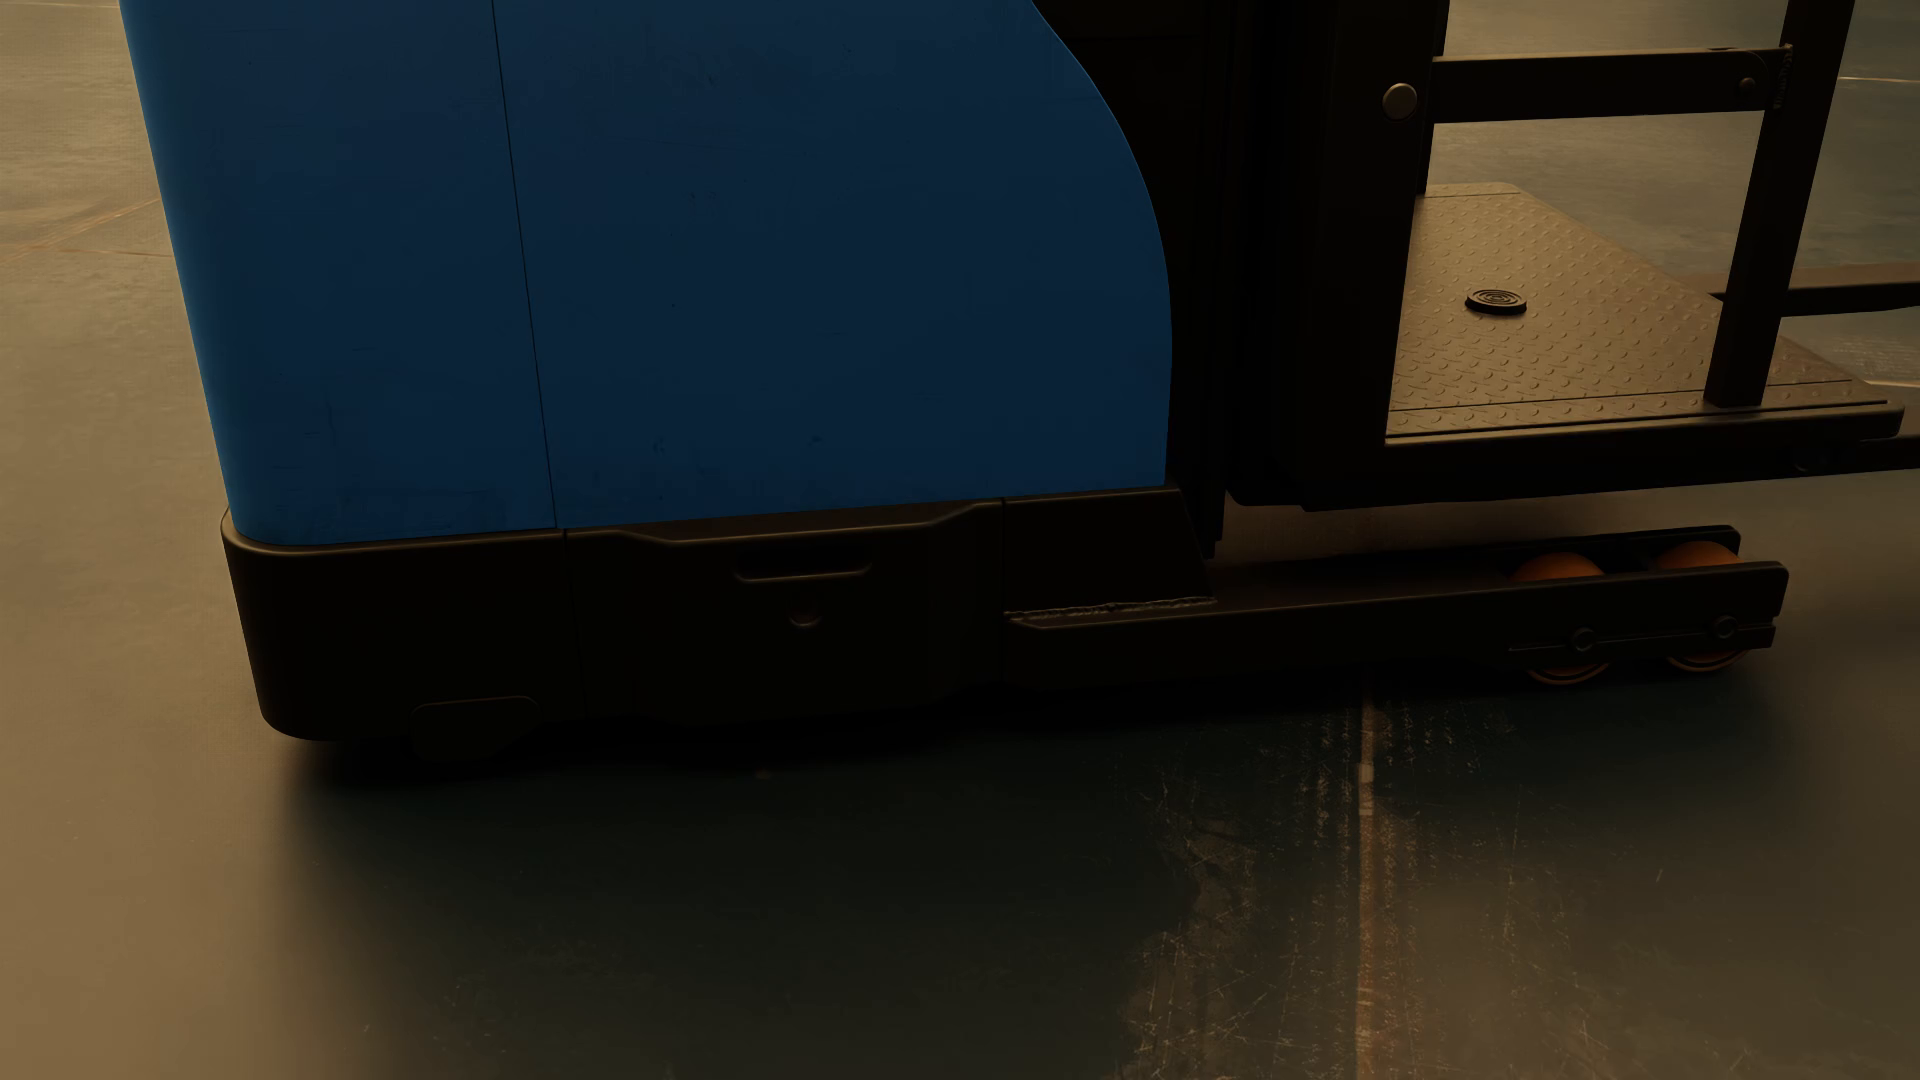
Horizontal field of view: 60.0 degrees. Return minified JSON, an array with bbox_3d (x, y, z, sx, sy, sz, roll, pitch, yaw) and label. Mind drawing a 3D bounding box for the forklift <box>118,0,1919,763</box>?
[{"bbox_3d":[0.600,-1.354,1.930,3.031,2.935,1.130,-4,27,-9],"label":"forklift"}]
